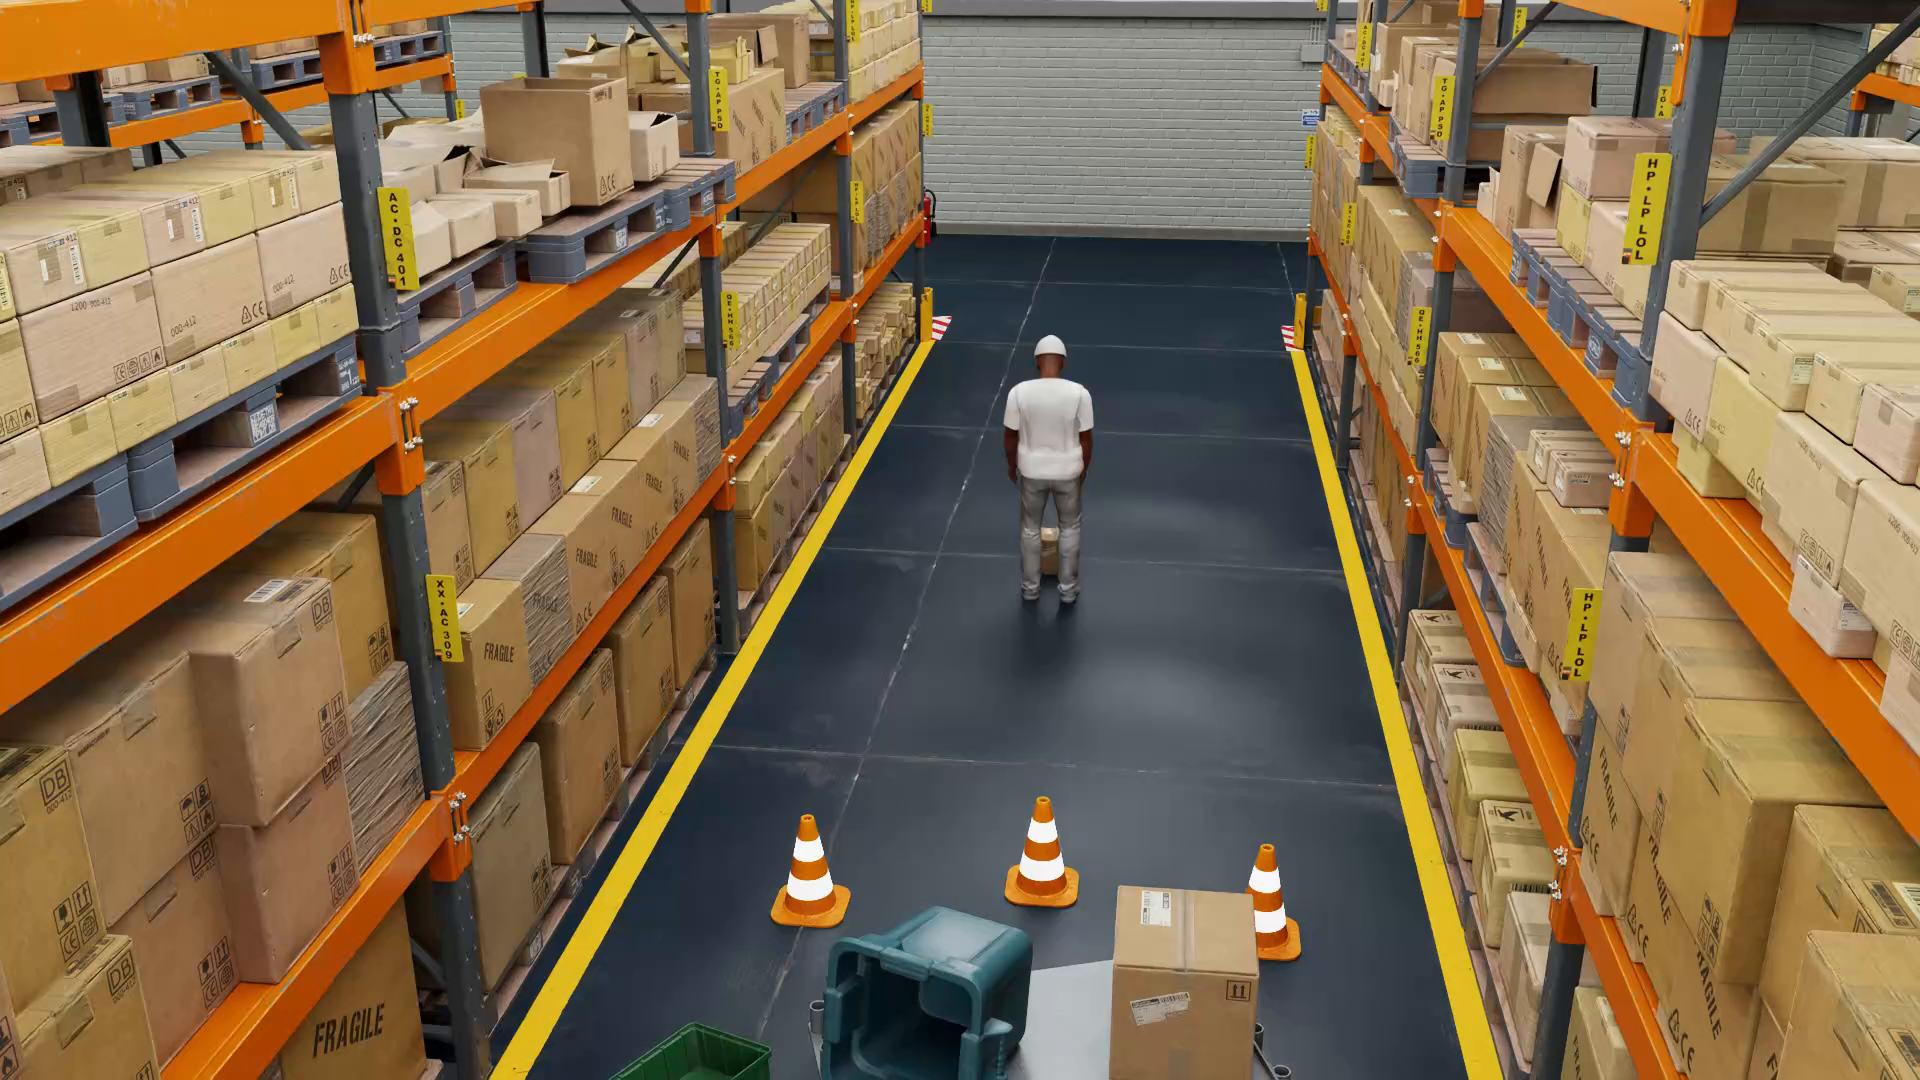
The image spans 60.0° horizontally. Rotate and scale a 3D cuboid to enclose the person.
[{"bbox_3d":[0.566,-0.419,10.803,0.610,1.652,0.554,3,21,8],"label":"person"}]
